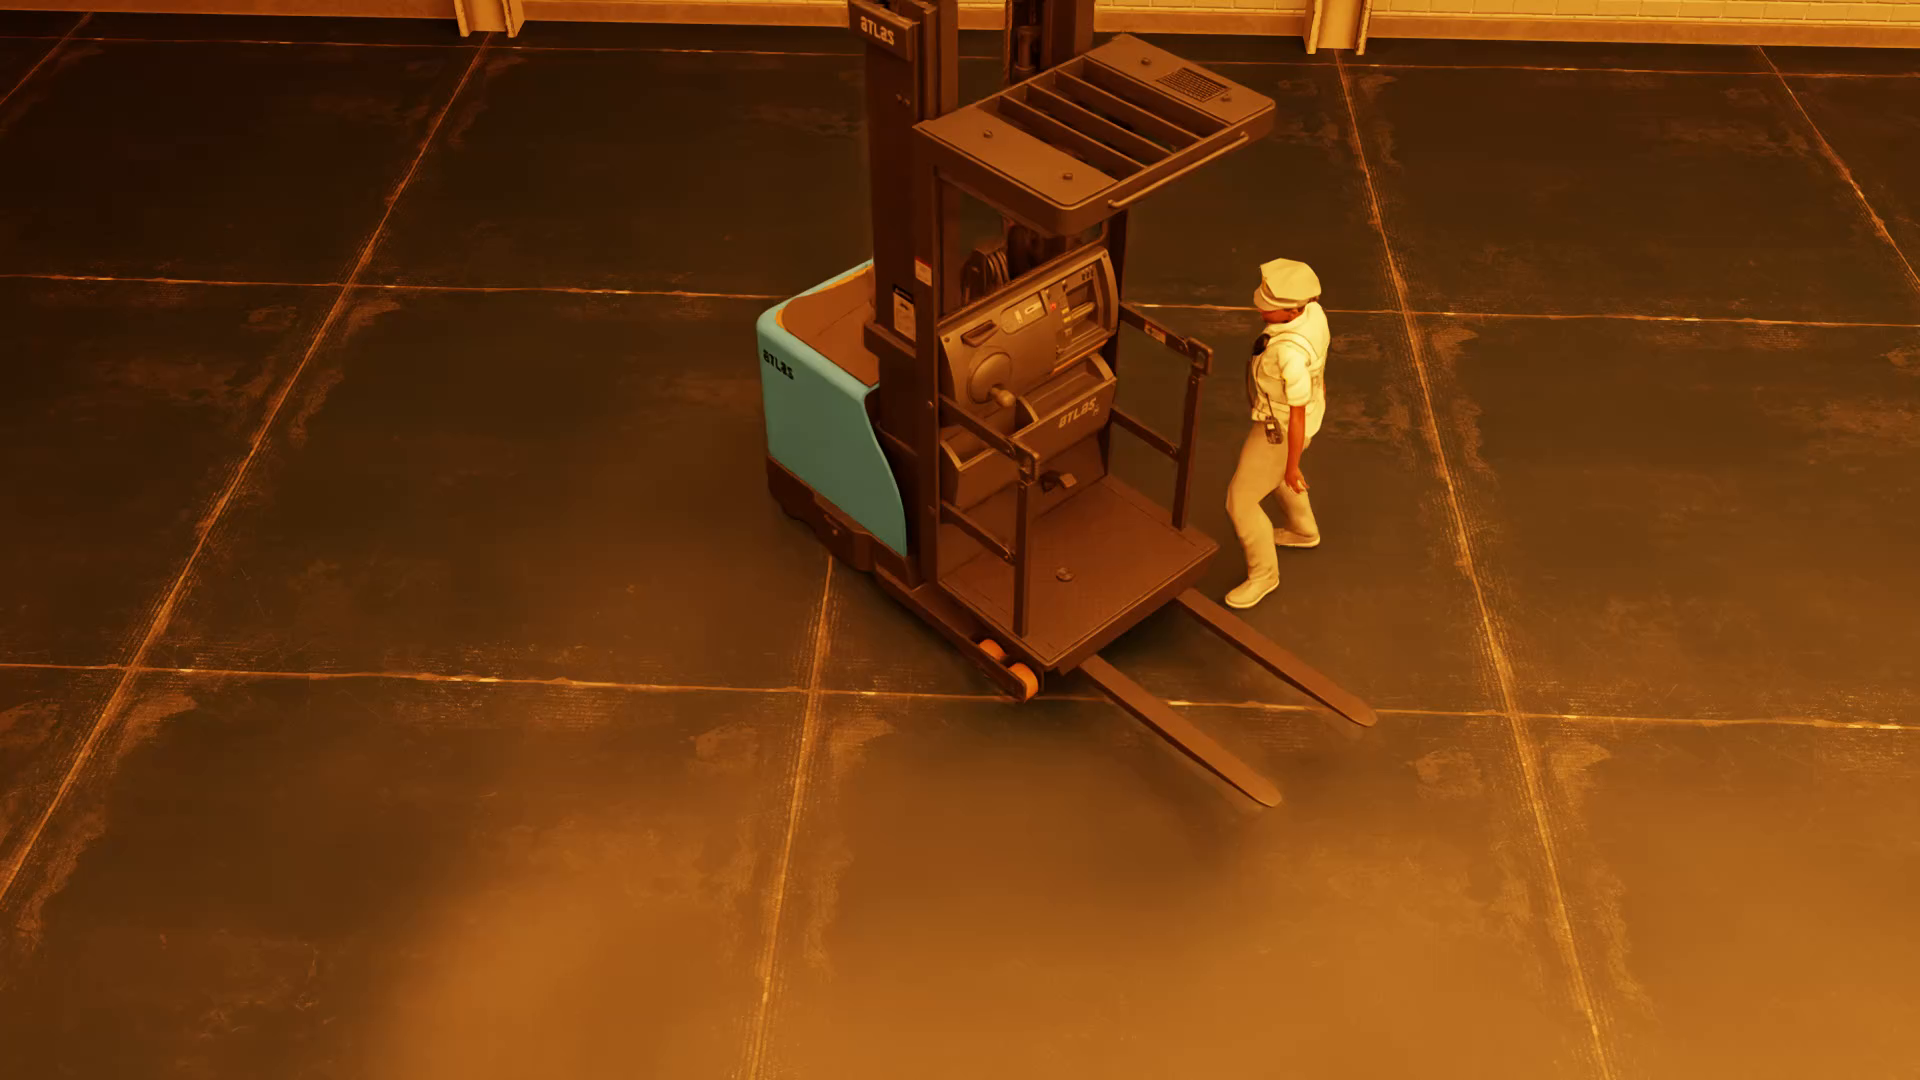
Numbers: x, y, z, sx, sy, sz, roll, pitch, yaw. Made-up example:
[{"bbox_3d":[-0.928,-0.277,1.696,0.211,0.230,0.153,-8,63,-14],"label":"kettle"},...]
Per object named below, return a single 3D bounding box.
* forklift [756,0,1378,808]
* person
[{"bbox_3d":[0.436,-0.782,6.599,1.130,2.935,3.031,-32,51,-30],"label":"forklift"},{"bbox_3d":[1.442,-0.505,7.305,0.435,1.638,0.812,14,44,15],"label":"person"}]
